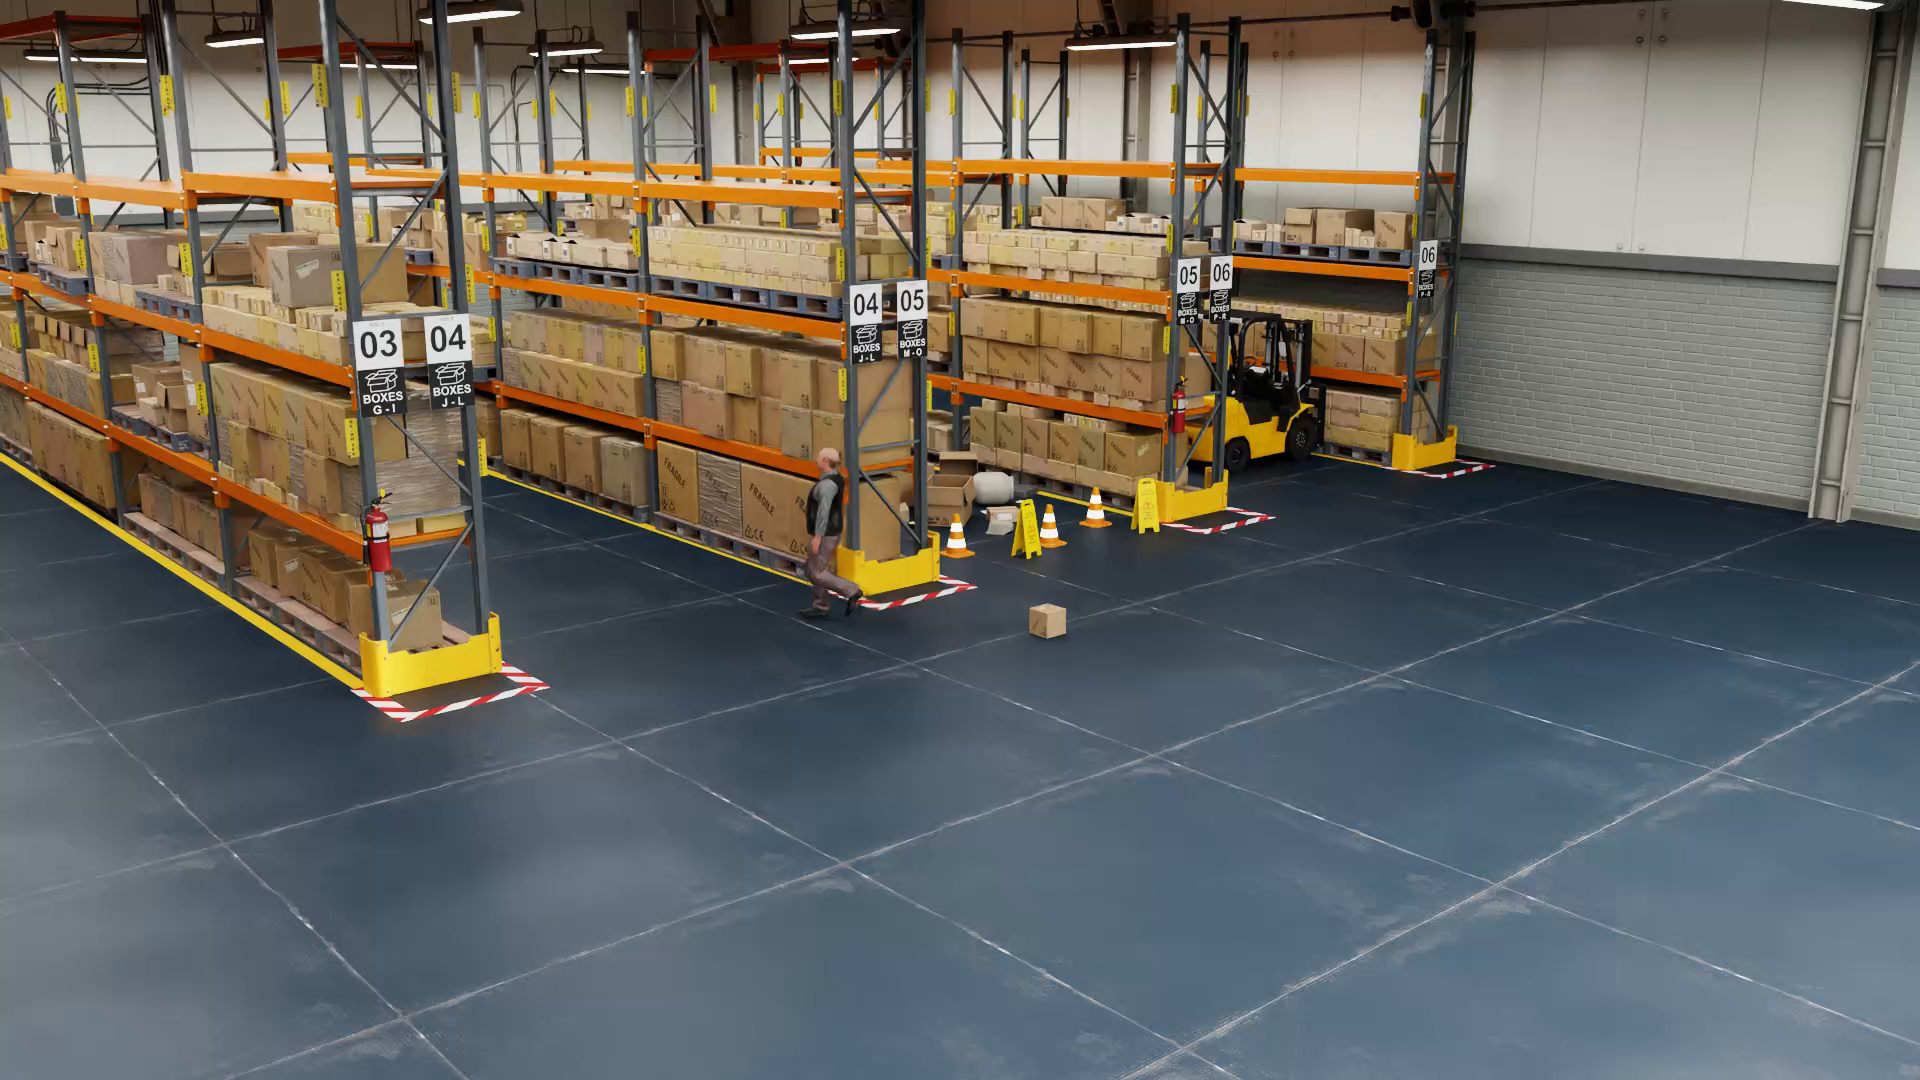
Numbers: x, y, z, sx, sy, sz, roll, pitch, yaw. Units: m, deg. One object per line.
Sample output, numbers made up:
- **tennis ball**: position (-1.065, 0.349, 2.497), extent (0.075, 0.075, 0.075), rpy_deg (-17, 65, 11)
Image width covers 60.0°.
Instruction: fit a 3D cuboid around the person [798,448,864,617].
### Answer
- **person**: position (-1.273, -0.059, 16.208), extent (0.678, 1.702, 0.534), rpy_deg (1, 14, 4)
